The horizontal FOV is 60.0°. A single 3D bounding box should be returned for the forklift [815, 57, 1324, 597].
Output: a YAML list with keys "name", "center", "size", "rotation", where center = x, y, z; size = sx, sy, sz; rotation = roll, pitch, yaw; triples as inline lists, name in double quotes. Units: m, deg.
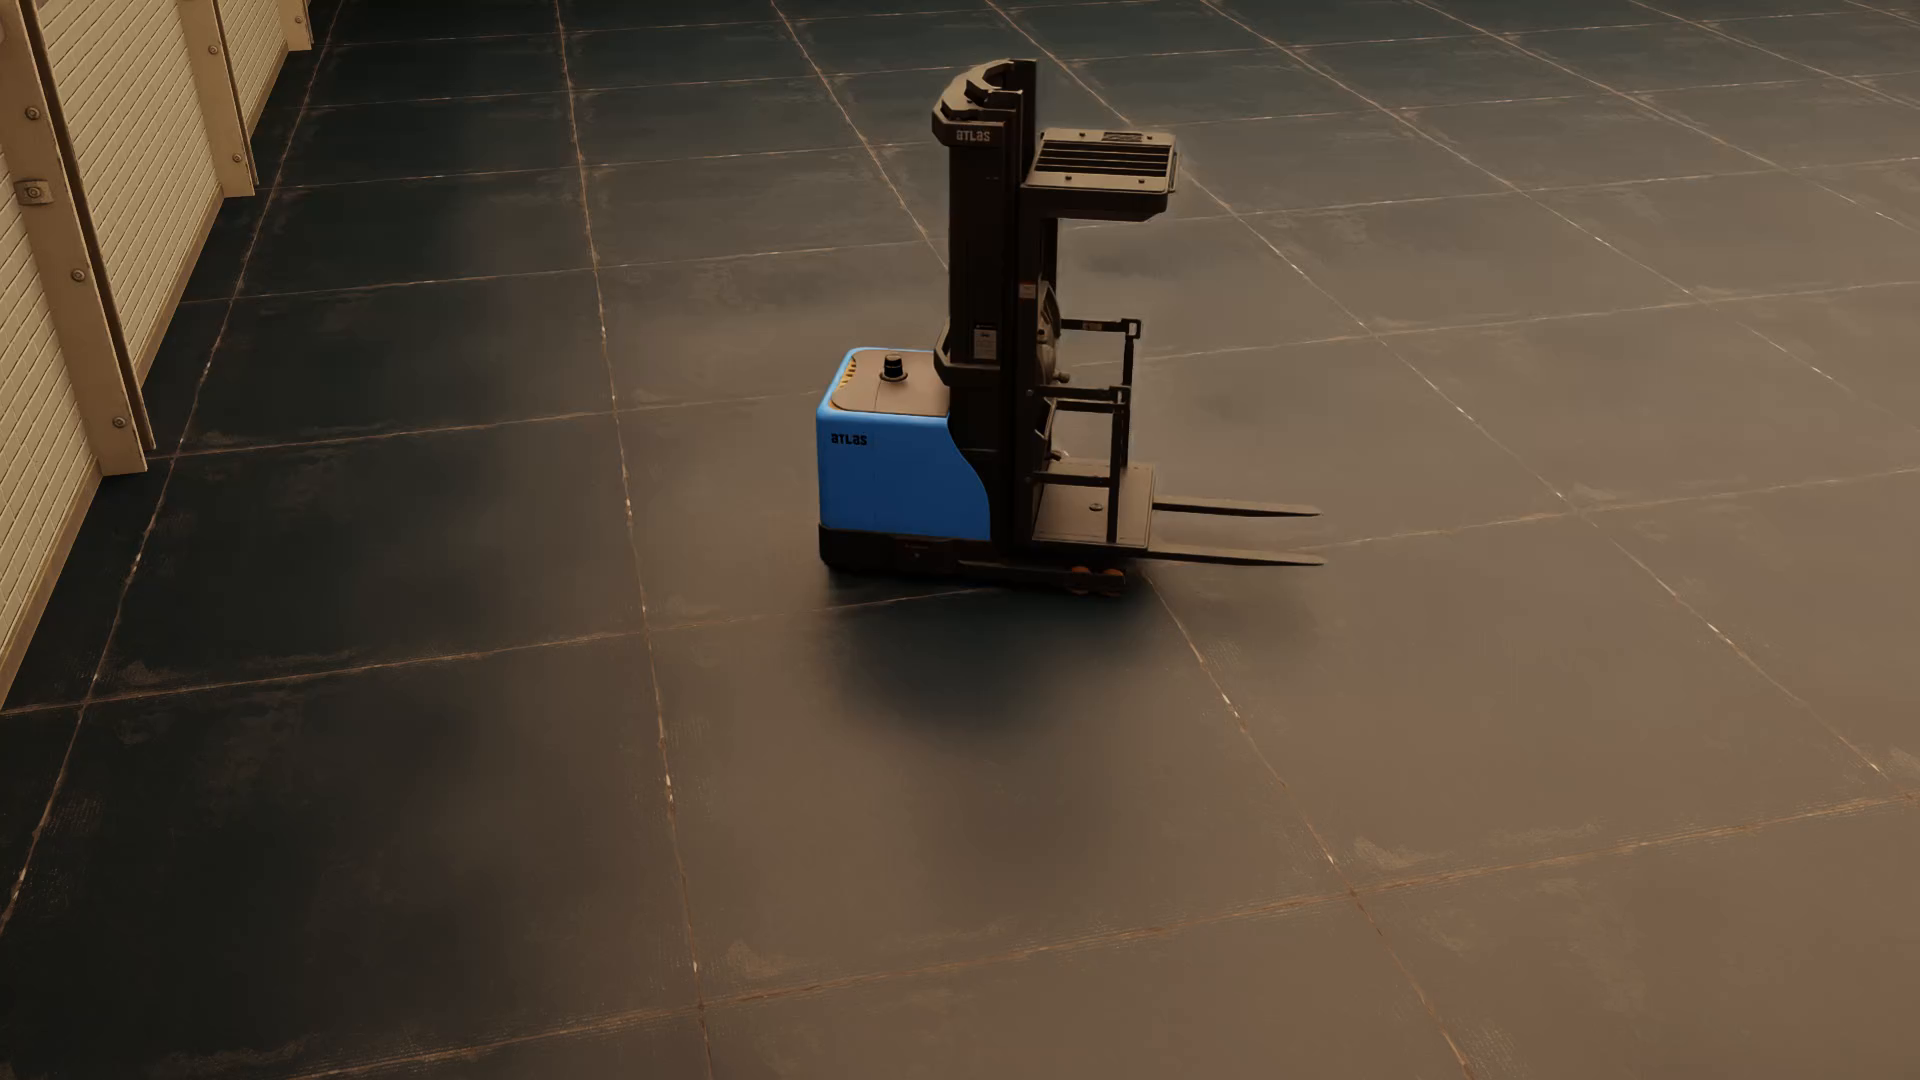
- name: "forklift"
  center: [0.702, -1.215, 9.673]
  size: [3.031, 2.935, 1.130]
  rotation: [4, 30, 8]
